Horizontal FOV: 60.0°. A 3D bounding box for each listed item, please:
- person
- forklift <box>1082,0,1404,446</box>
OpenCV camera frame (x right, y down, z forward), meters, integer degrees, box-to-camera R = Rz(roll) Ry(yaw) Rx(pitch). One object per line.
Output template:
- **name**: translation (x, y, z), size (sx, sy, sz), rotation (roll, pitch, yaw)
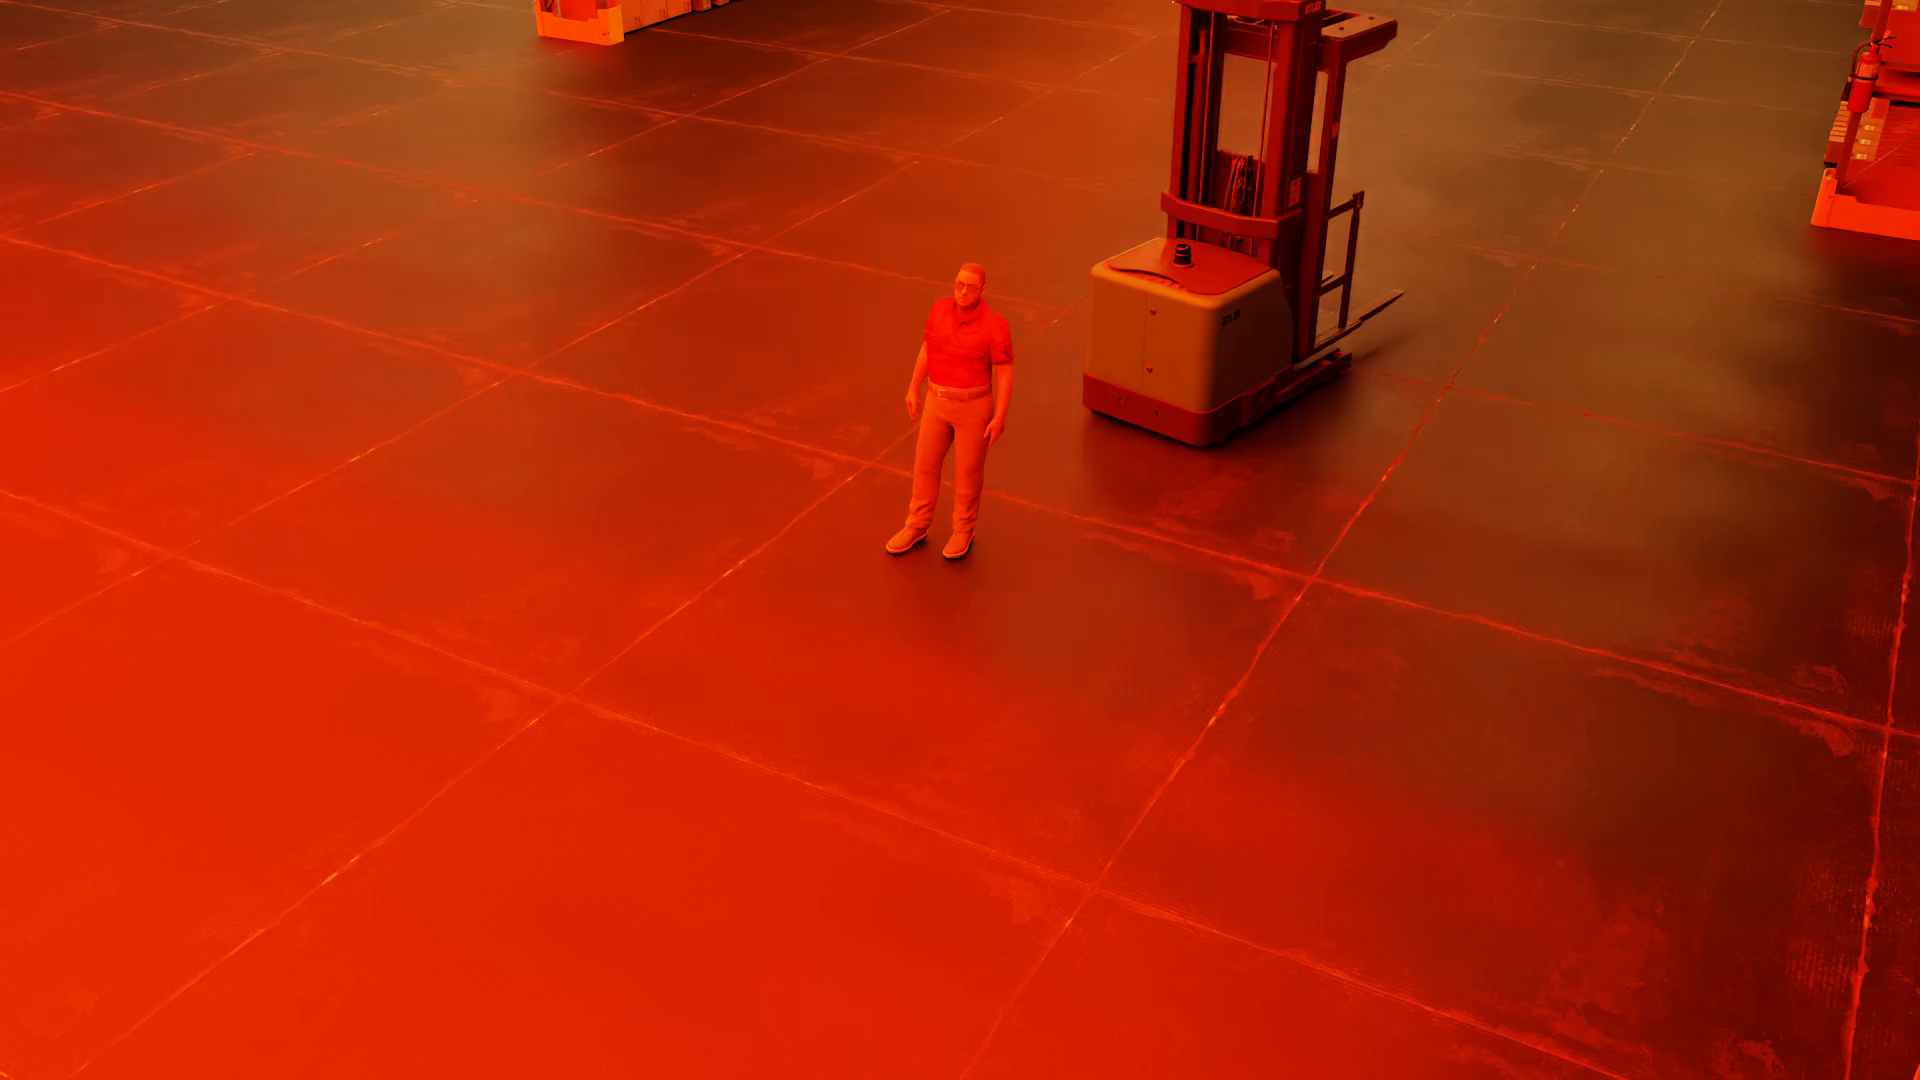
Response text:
- **person**: translation (-0.054, -0.719, 9.503), size (0.641, 1.727, 0.550), rotation (15, 33, 25)
- **forklift**: translation (2.195, -2.546, 11.482), size (1.130, 2.935, 3.031), rotation (24, 37, 35)
